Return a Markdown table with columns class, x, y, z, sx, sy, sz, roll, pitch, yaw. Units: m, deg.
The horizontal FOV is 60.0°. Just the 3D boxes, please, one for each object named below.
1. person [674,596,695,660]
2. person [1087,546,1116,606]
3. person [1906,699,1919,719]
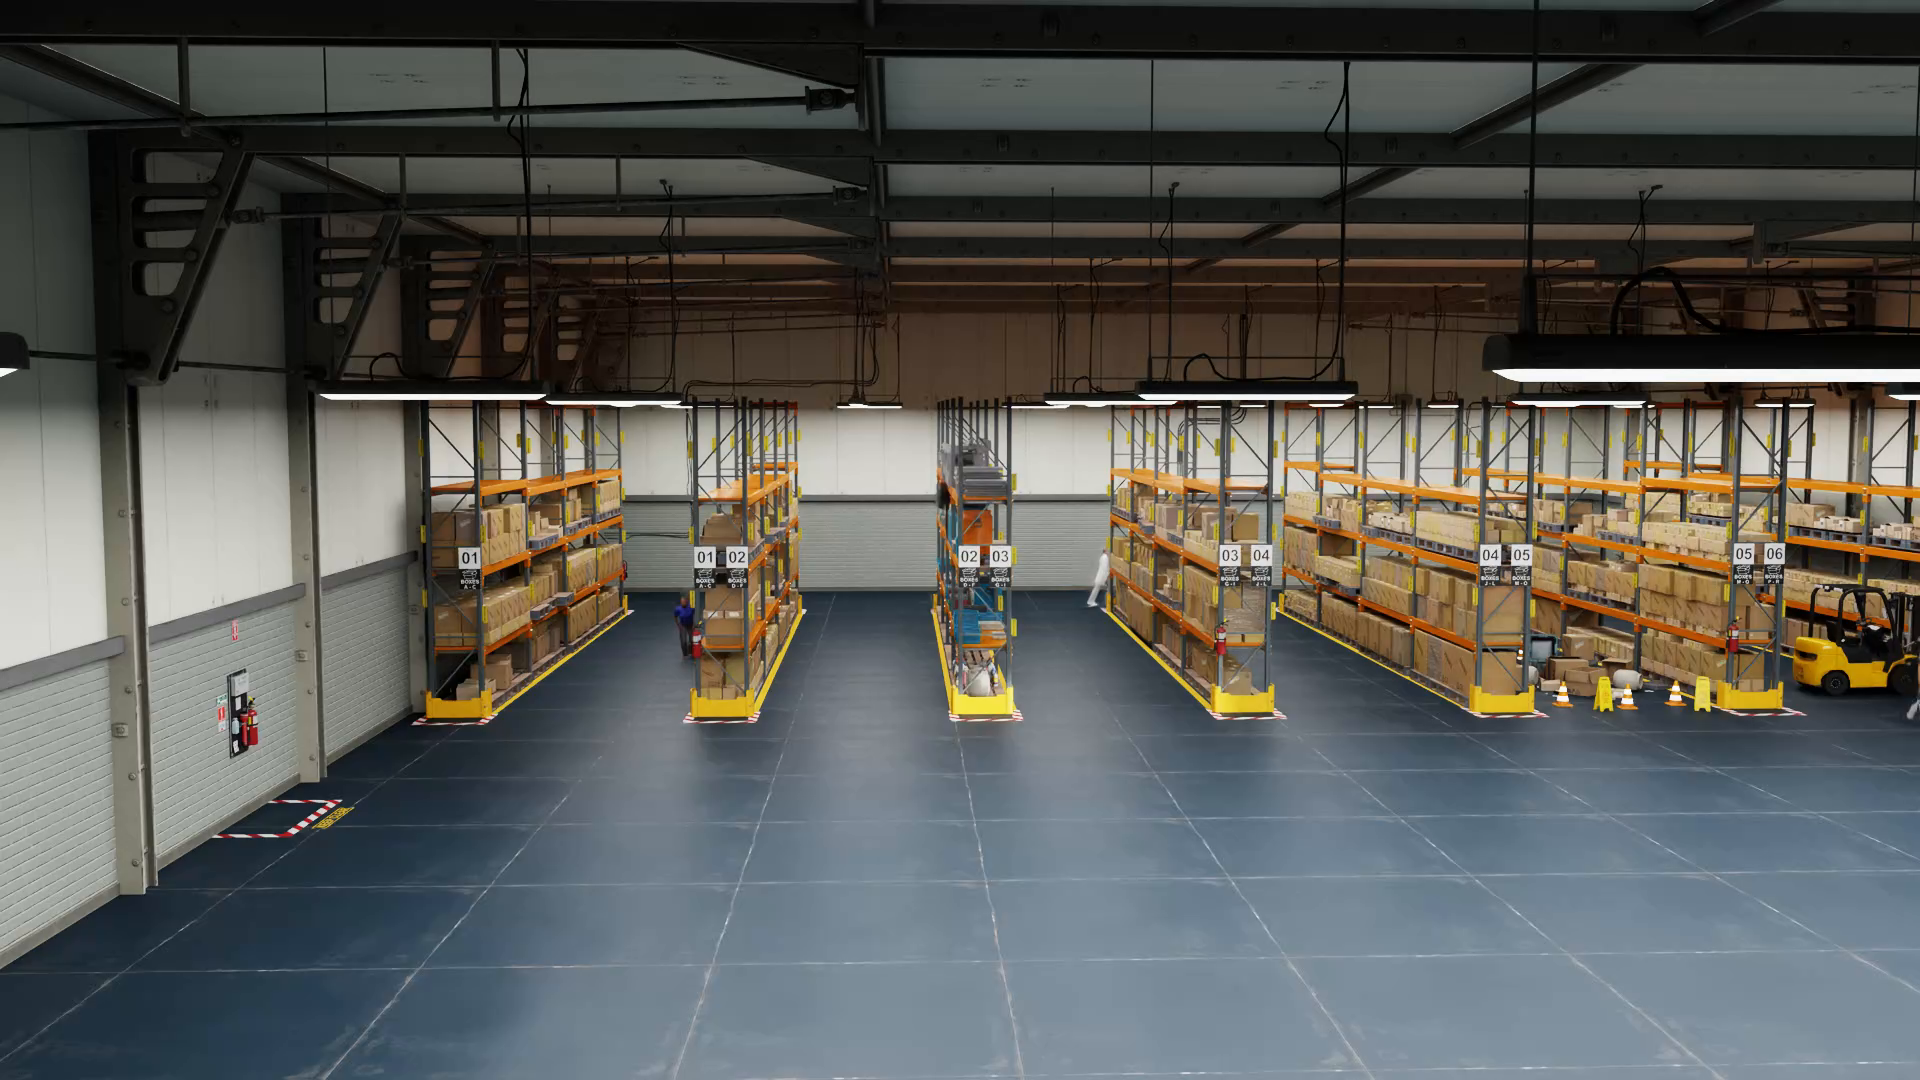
| class | x | y | z | sx | sy | sz | roll | pitch | yaw |
| --- | --- | --- | --- | --- | --- | --- | --- | --- | --- |
| person | -6.301 | 2.091 | 38.367 | 0.604 | 1.342 | 0.800 | -2 | 5 | -21 |
| person | 4.179 | 1.055 | 48.562 | 0.916 | 1.740 | 0.676 | 1 | 5 | 12 |
| person | 17.801 | 2.576 | 30.390 | 0.699 | 1.600 | 0.661 | 0 | 4 | 0 |
